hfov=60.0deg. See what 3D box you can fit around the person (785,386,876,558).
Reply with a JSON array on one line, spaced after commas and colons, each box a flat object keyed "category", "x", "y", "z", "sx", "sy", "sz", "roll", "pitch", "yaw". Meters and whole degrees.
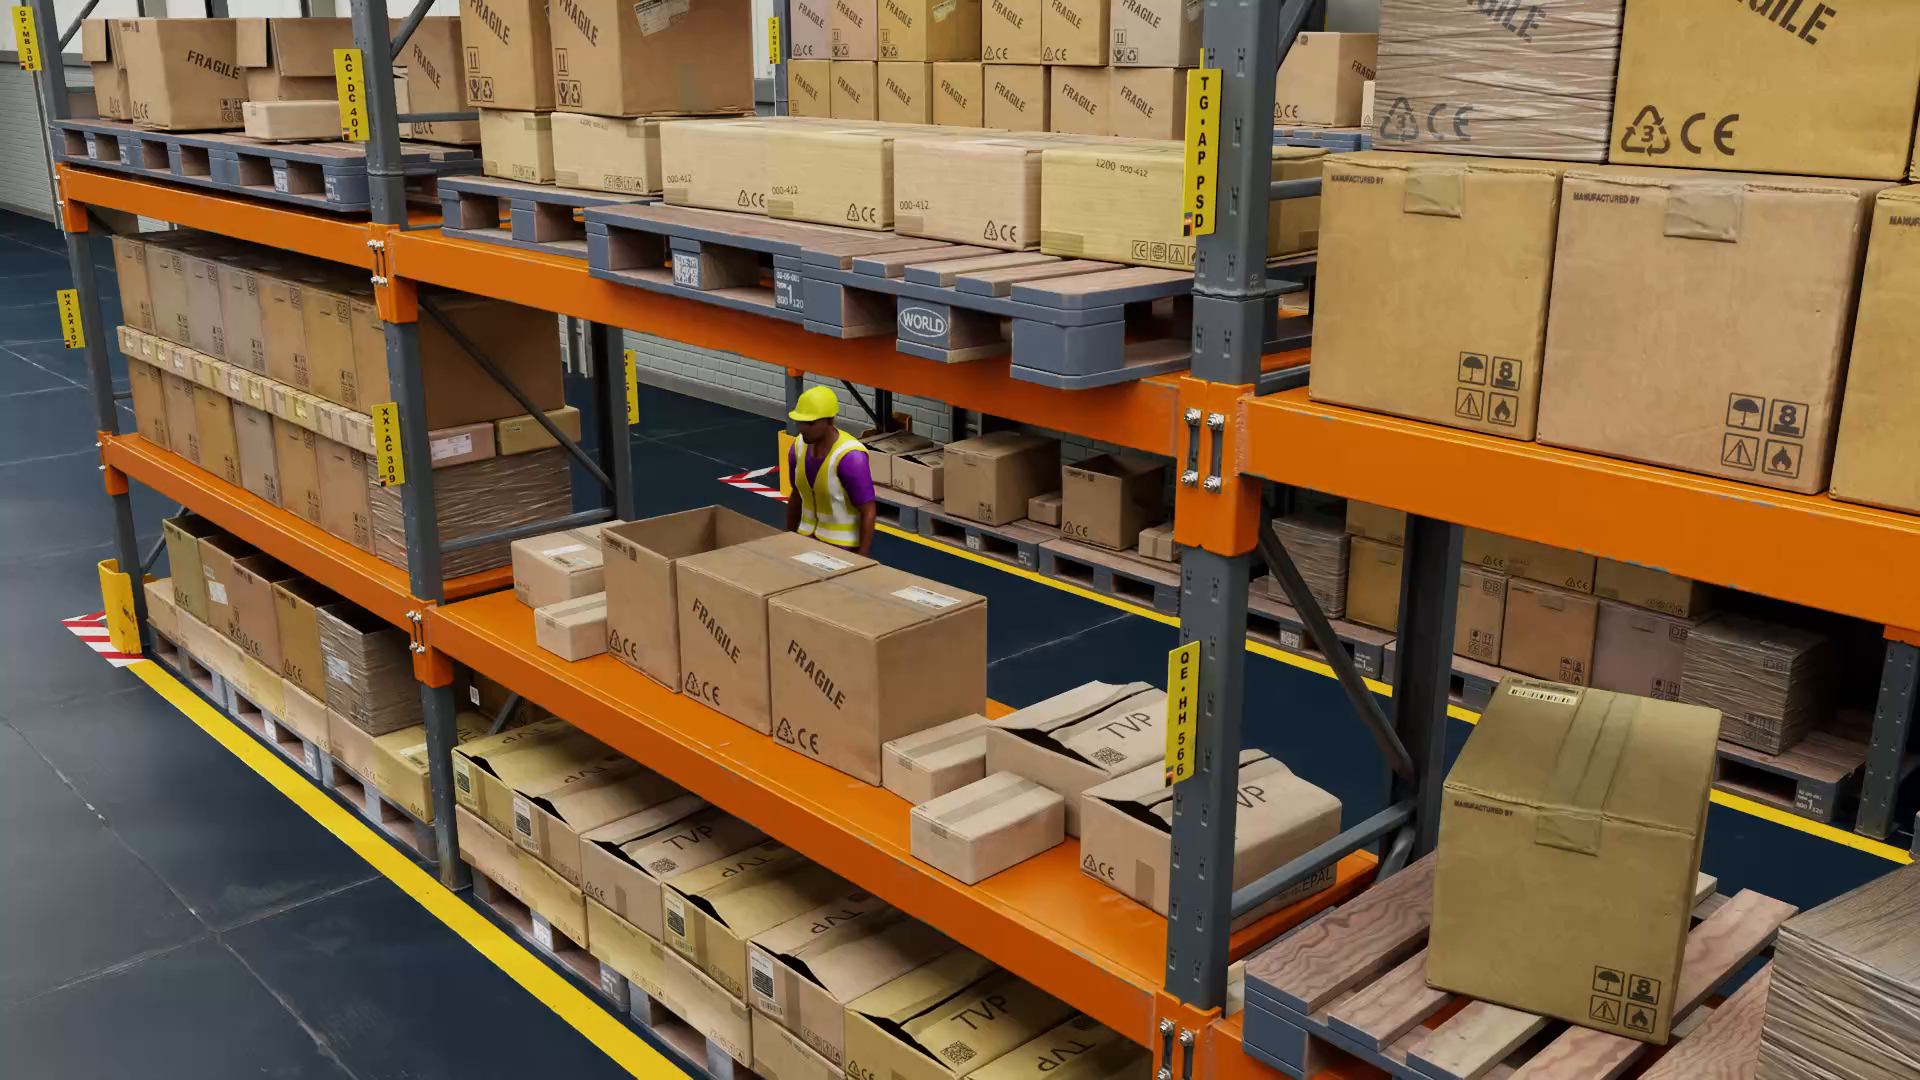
[{"category": "person", "x": -0.716, "y": 0.030, "z": 8.917, "sx": 0.635, "sy": 1.761, "sz": 0.455, "roll": 16, "pitch": 23, "yaw": 41}]
